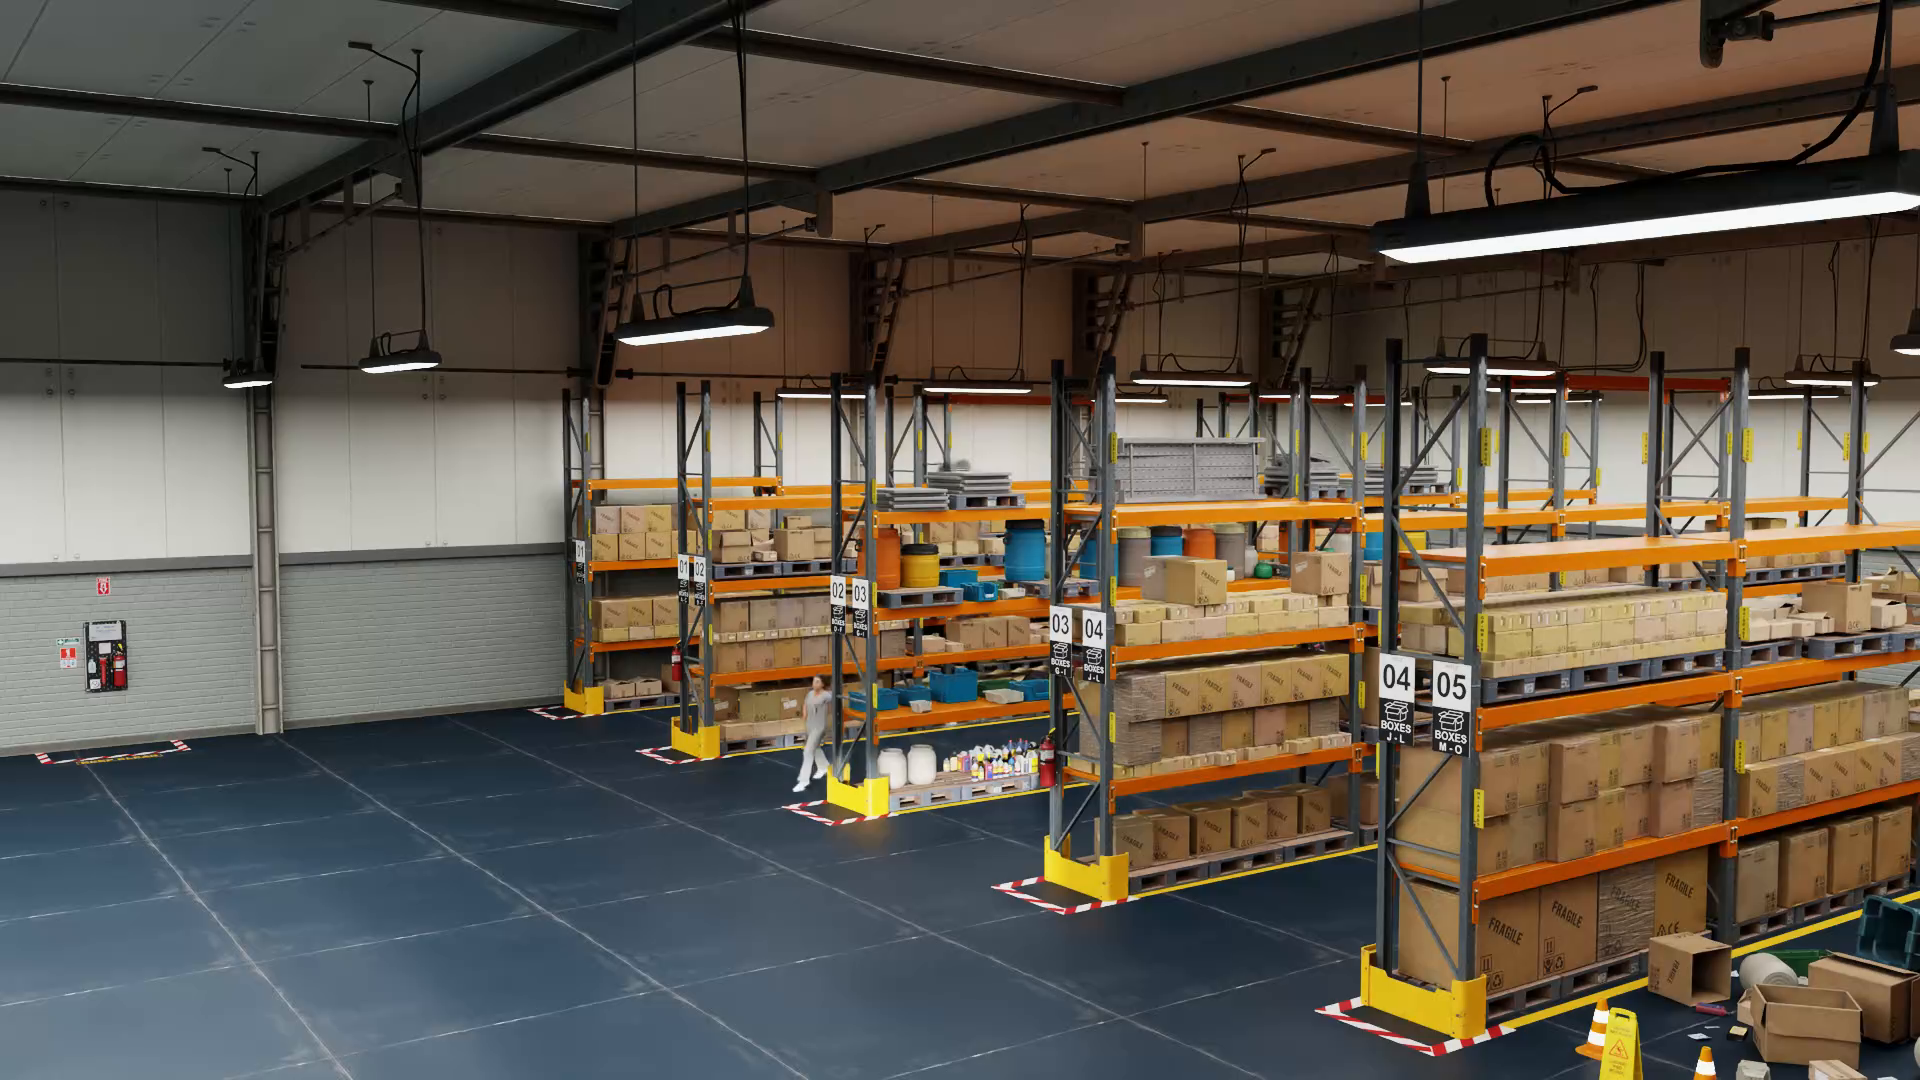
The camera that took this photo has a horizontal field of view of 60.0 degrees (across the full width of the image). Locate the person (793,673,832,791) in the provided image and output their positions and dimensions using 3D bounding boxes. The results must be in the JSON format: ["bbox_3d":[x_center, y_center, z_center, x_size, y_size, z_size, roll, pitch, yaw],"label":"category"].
[{"bbox_3d":[-2.055,2.773,24.239,0.641,1.697,0.869,3,5,41],"label":"person"}]

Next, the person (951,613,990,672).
[{"bbox_3d":[0.149,1.953,32.967,0.773,1.870,0.685,-4,5,-45],"label":"person"}]
